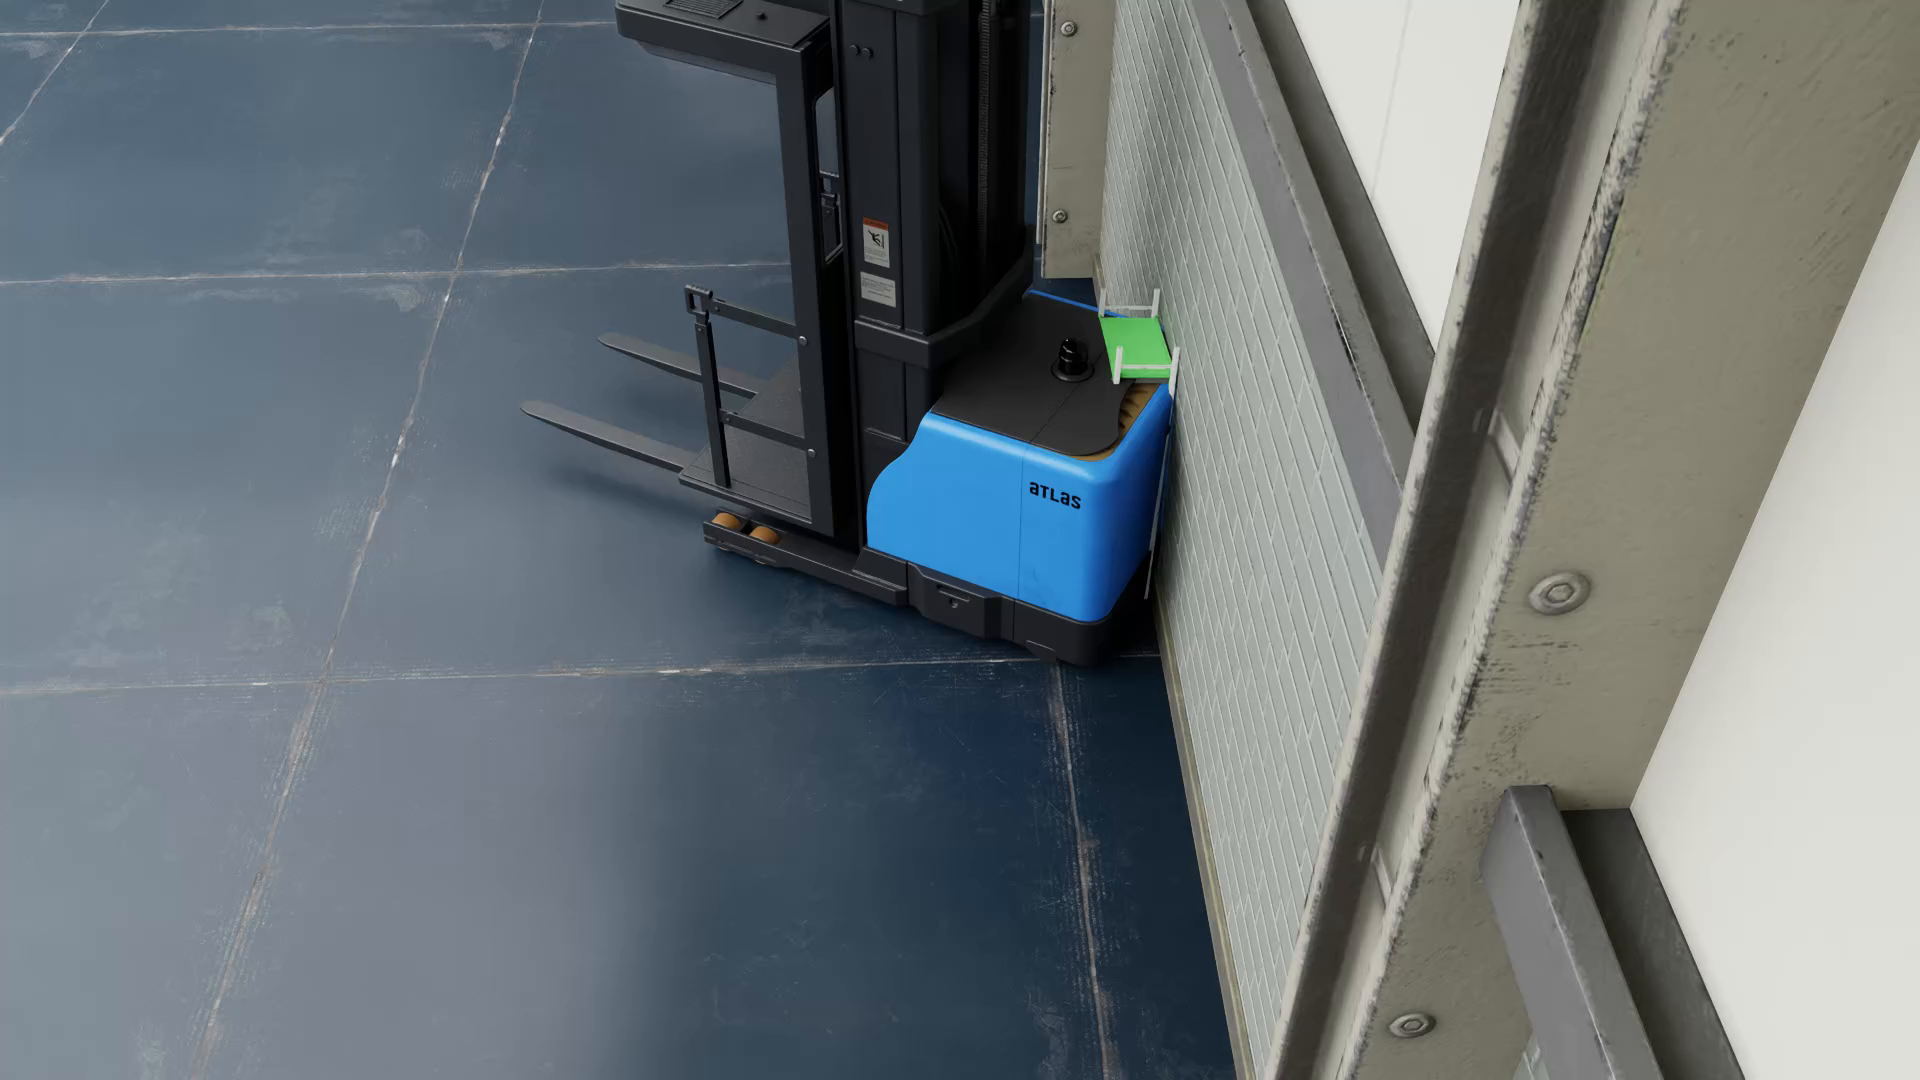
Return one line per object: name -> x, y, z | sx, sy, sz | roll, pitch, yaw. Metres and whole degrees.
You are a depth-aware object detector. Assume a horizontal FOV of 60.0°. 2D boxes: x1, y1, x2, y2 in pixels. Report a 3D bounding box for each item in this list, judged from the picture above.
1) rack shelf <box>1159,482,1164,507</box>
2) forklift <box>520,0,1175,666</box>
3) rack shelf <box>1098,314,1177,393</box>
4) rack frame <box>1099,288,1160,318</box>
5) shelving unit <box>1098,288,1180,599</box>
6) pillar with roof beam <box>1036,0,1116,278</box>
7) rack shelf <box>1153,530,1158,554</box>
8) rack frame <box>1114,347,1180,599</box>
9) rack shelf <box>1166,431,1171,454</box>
rack shelf -> 0.680, -0.333, 6.924 | 0.258, 0.148, 0.480 | 0, 35, -4
forklift -> -0.555, -1.272, 6.618 | 3.031, 2.935, 1.130 | 19, 46, 20
rack shelf -> 0.698, -0.724, 6.646 | 0.258, 0.148, 0.480 | 0, 35, -4
rack frame -> 0.669, -0.526, 7.085 | 0.240, 1.200, 0.015 | 0, 35, -4
shelving unit -> 0.682, -0.385, 6.887 | 0.258, 1.200, 0.503 | 0, 35, -4
pillar with roof beam -> -3.715, -4.738, 5.909 | 9.100, 9.000, 0.400 | -2, 43, -2
rack shelf -> 0.671, -0.137, 7.062 | 0.258, 0.148, 0.480 | 0, 35, -4
rack frame -> 0.696, -0.244, 6.688 | 0.240, 1.200, 0.015 | 0, 35, -4
rack shelf -> 0.689, -0.529, 6.785 | 0.258, 0.148, 0.480 | 0, 35, -4
